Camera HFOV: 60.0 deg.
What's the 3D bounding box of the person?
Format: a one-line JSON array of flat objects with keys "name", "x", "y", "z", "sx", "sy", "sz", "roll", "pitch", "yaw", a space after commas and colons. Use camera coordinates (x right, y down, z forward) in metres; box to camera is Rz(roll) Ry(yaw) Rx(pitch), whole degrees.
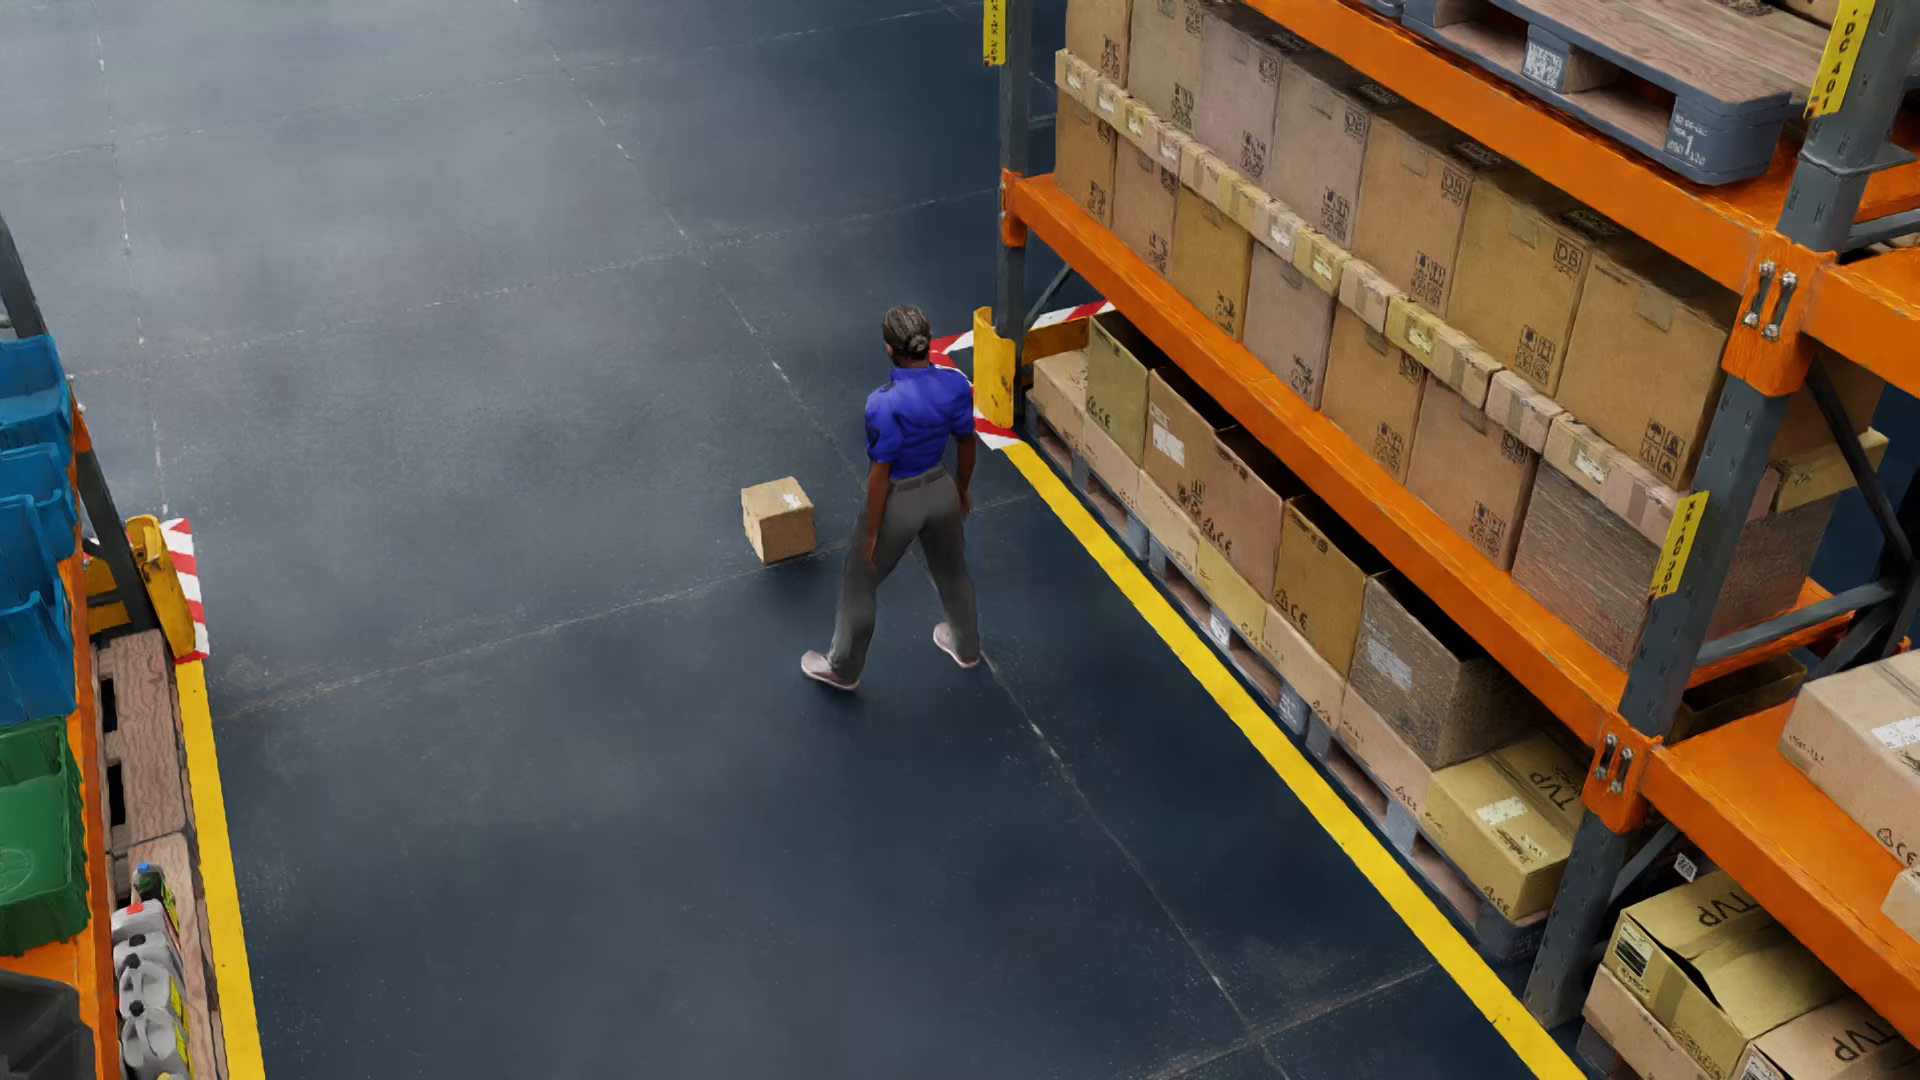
[{"name": "person", "x": -0.274, "y": -0.137, "z": 6.312, "sx": 0.673, "sy": 1.646, "sz": 0.439, "roll": -23, "pitch": 43, "yaw": -27}]
